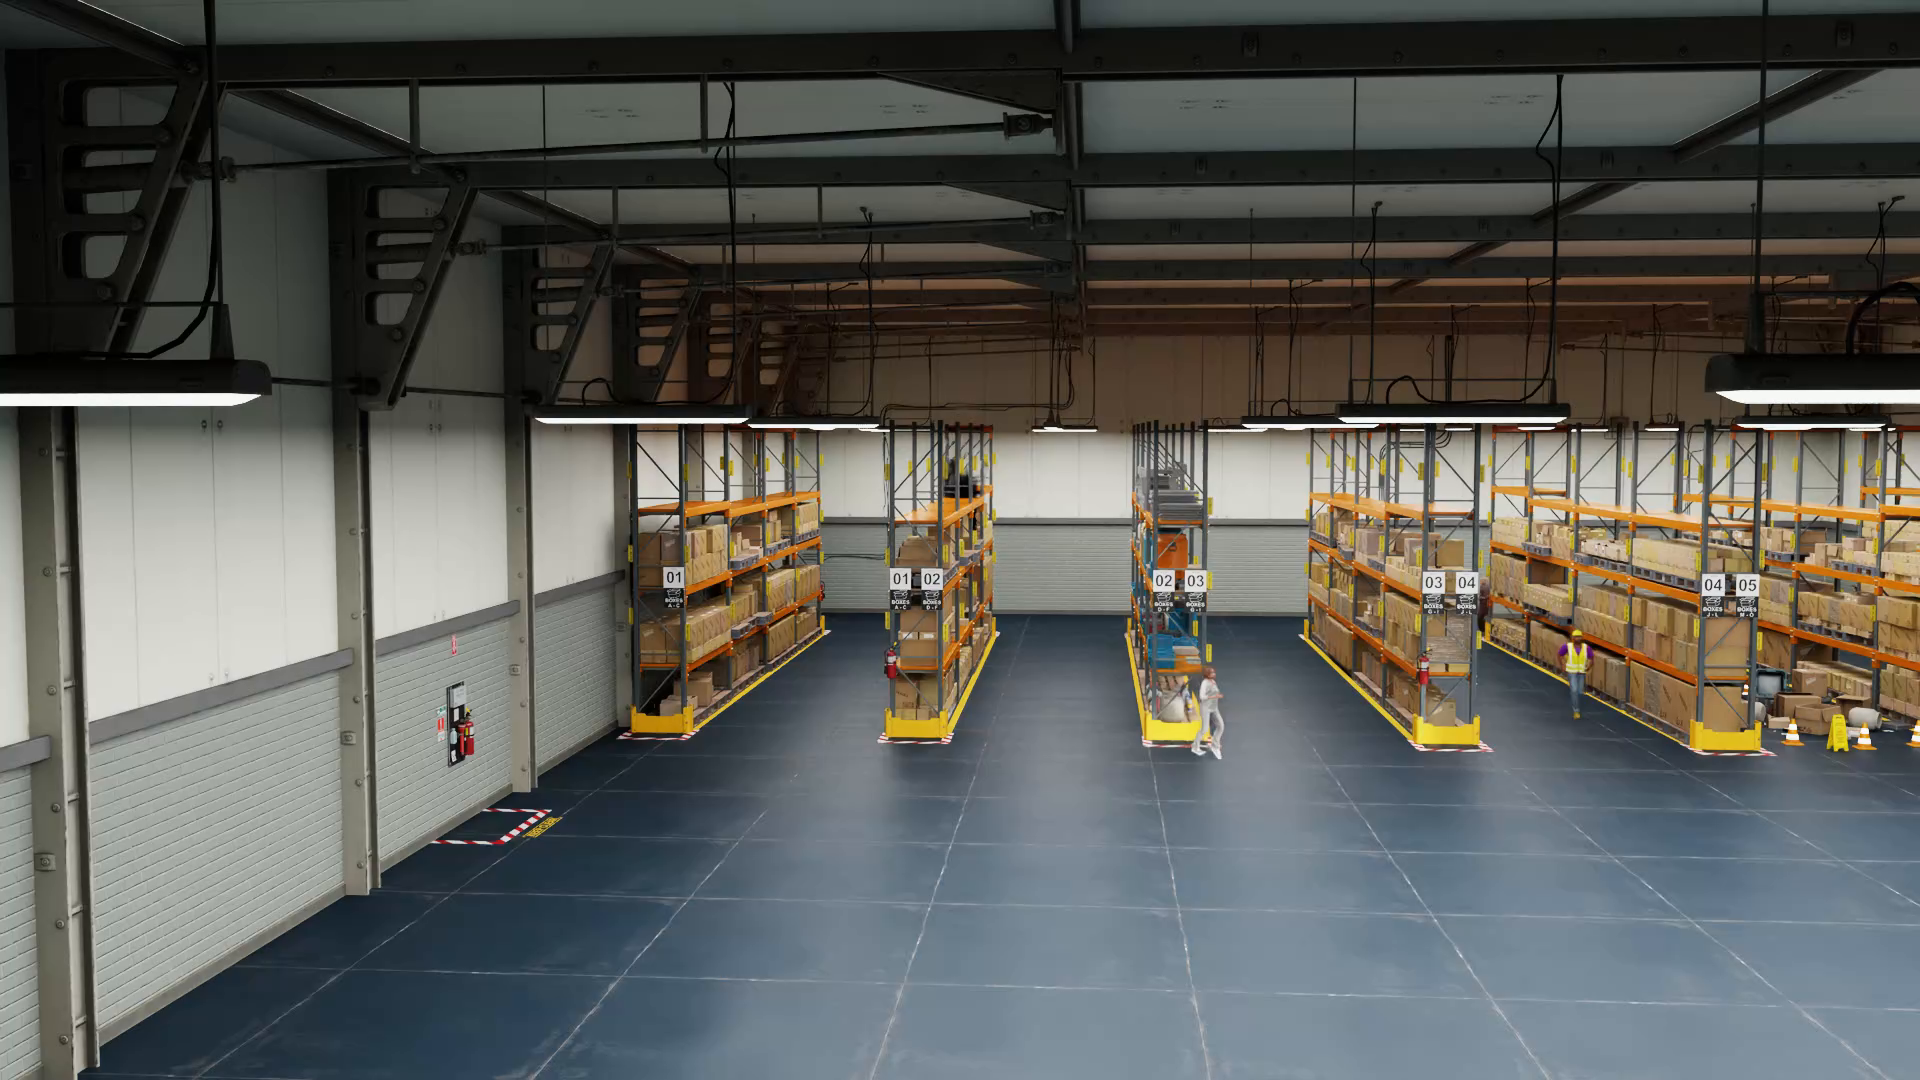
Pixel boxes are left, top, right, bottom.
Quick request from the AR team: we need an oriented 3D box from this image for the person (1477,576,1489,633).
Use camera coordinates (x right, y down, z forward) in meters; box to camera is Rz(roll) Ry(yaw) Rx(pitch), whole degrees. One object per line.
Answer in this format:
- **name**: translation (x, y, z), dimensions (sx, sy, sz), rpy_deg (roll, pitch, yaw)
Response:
- **person**: translation (14.876, 1.870, 47.567), dimensions (0.572, 1.701, 0.925), rpy_deg (0, 4, -1)

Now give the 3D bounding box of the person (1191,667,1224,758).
- **person**: translation (4.410, 3.063, 29.467), dimensions (0.632, 1.645, 0.535), rpy_deg (3, 5, 41)

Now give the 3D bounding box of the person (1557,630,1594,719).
- **person**: translation (12.541, 2.706, 33.839), dimensions (0.706, 1.772, 0.886), rpy_deg (1, 4, 8)
